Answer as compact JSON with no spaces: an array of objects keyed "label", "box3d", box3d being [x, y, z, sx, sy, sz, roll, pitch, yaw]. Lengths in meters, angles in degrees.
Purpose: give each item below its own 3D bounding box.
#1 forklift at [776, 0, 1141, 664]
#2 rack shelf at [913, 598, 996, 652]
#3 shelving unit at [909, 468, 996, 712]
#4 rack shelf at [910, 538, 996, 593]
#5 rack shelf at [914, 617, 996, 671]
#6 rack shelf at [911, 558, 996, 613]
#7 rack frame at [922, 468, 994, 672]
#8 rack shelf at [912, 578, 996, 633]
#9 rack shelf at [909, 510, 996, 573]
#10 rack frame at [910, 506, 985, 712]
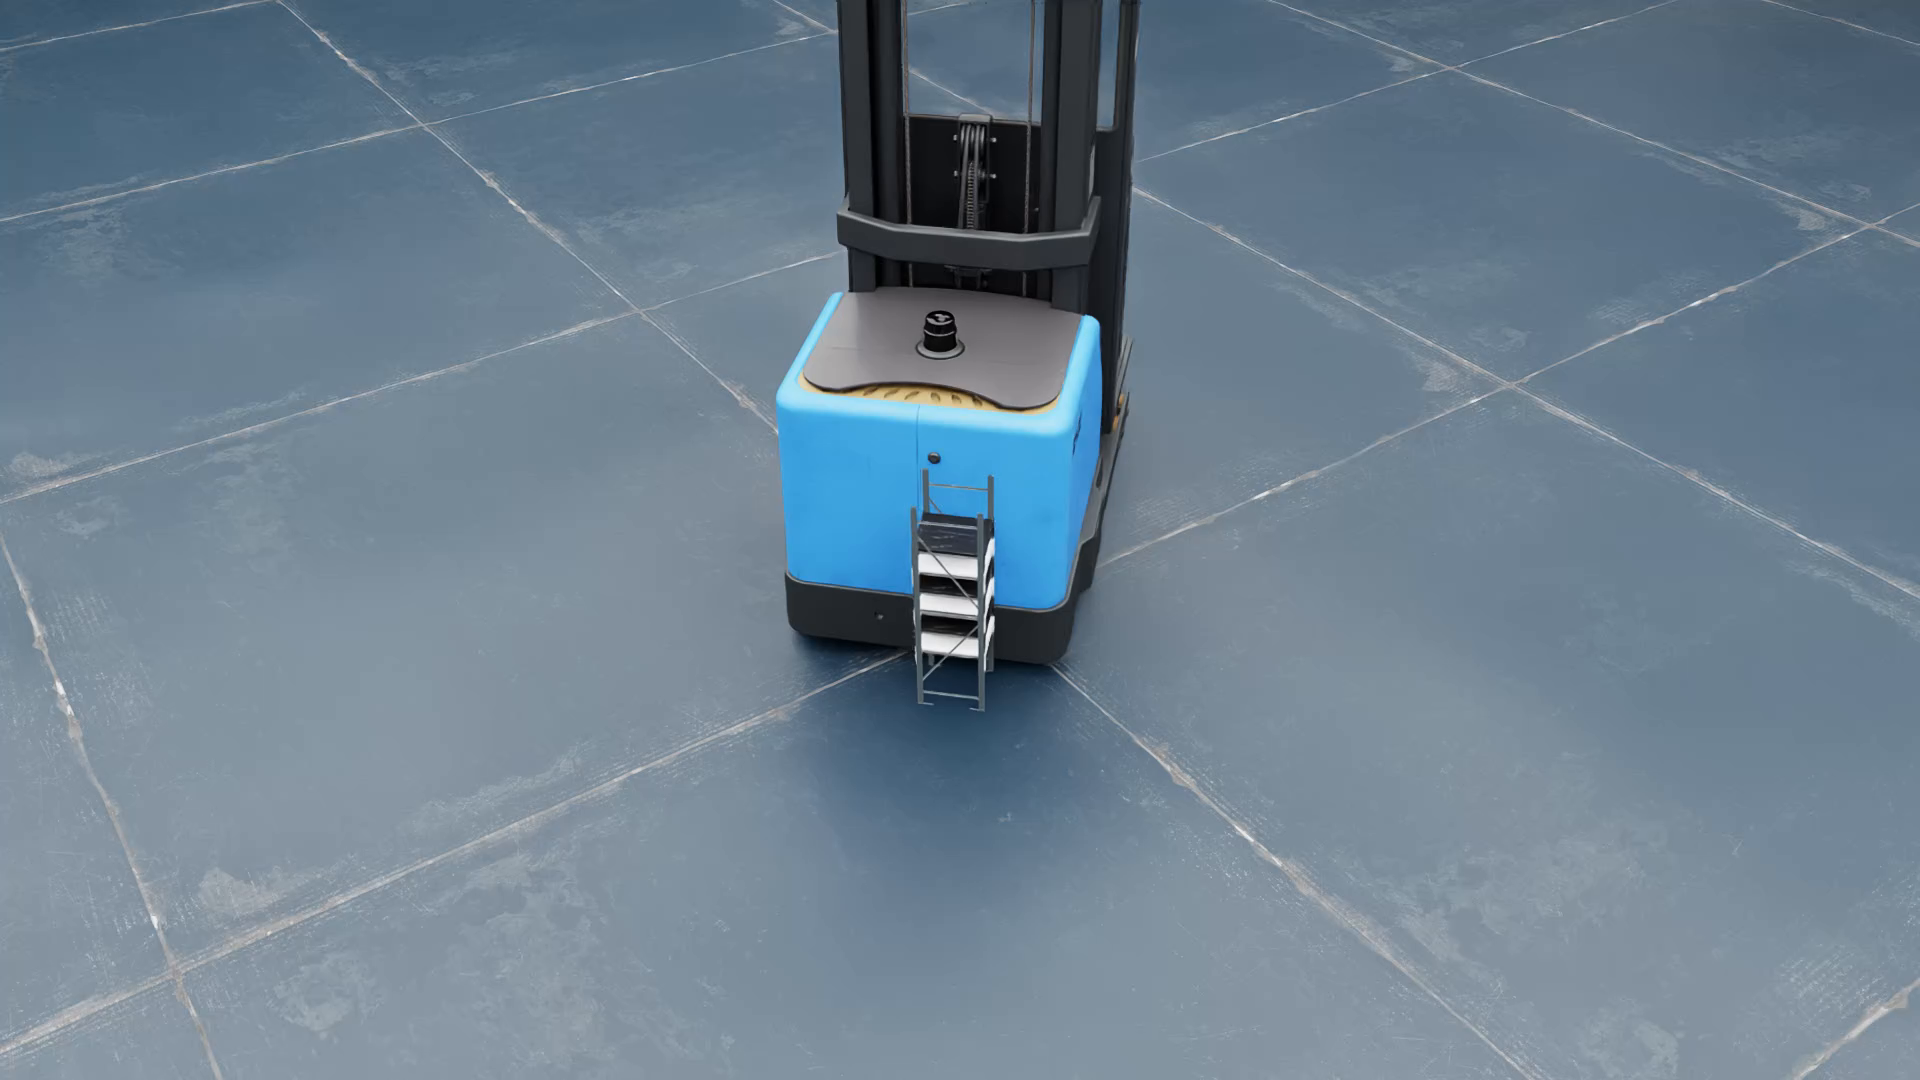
[{"label":"forklift","box3d":[0.146,-1.600,6.464,1.130,2.935,3.031,7,36,9]},{"label":"rack shelf","box3d":[-0.018,0.281,5.788,0.258,0.077,0.200,6,40,8]},{"label":"shelving unit","box3d":[-0.019,0.186,5.710,0.258,0.900,0.210,6,40,8]},{"label":"rack shelf","box3d":[-0.021,0.073,5.616,0.258,0.077,0.200,6,40,8]},{"label":"rack shelf","box3d":[-0.016,0.350,5.846,0.258,0.077,0.200,6,40,8]},{"label":"rack shelf","box3d":[-0.020,0.142,5.673,0.258,0.077,0.200,6,40,8]},{"label":"rack frame","box3d":[-0.001,0.122,5.786,0.240,0.900,0.006,6,40,8]},{"label":"rack shelf","box3d":[-0.019,0.211,5.731,0.258,0.077,0.200,6,40,8]},{"label":"rack shelf","box3d":[-0.022,0.004,5.558,0.258,0.077,0.200,6,40,8]},{"label":"rack frame","box3d":[-0.037,0.250,5.633,0.240,0.900,0.006,6,40,8]}]
